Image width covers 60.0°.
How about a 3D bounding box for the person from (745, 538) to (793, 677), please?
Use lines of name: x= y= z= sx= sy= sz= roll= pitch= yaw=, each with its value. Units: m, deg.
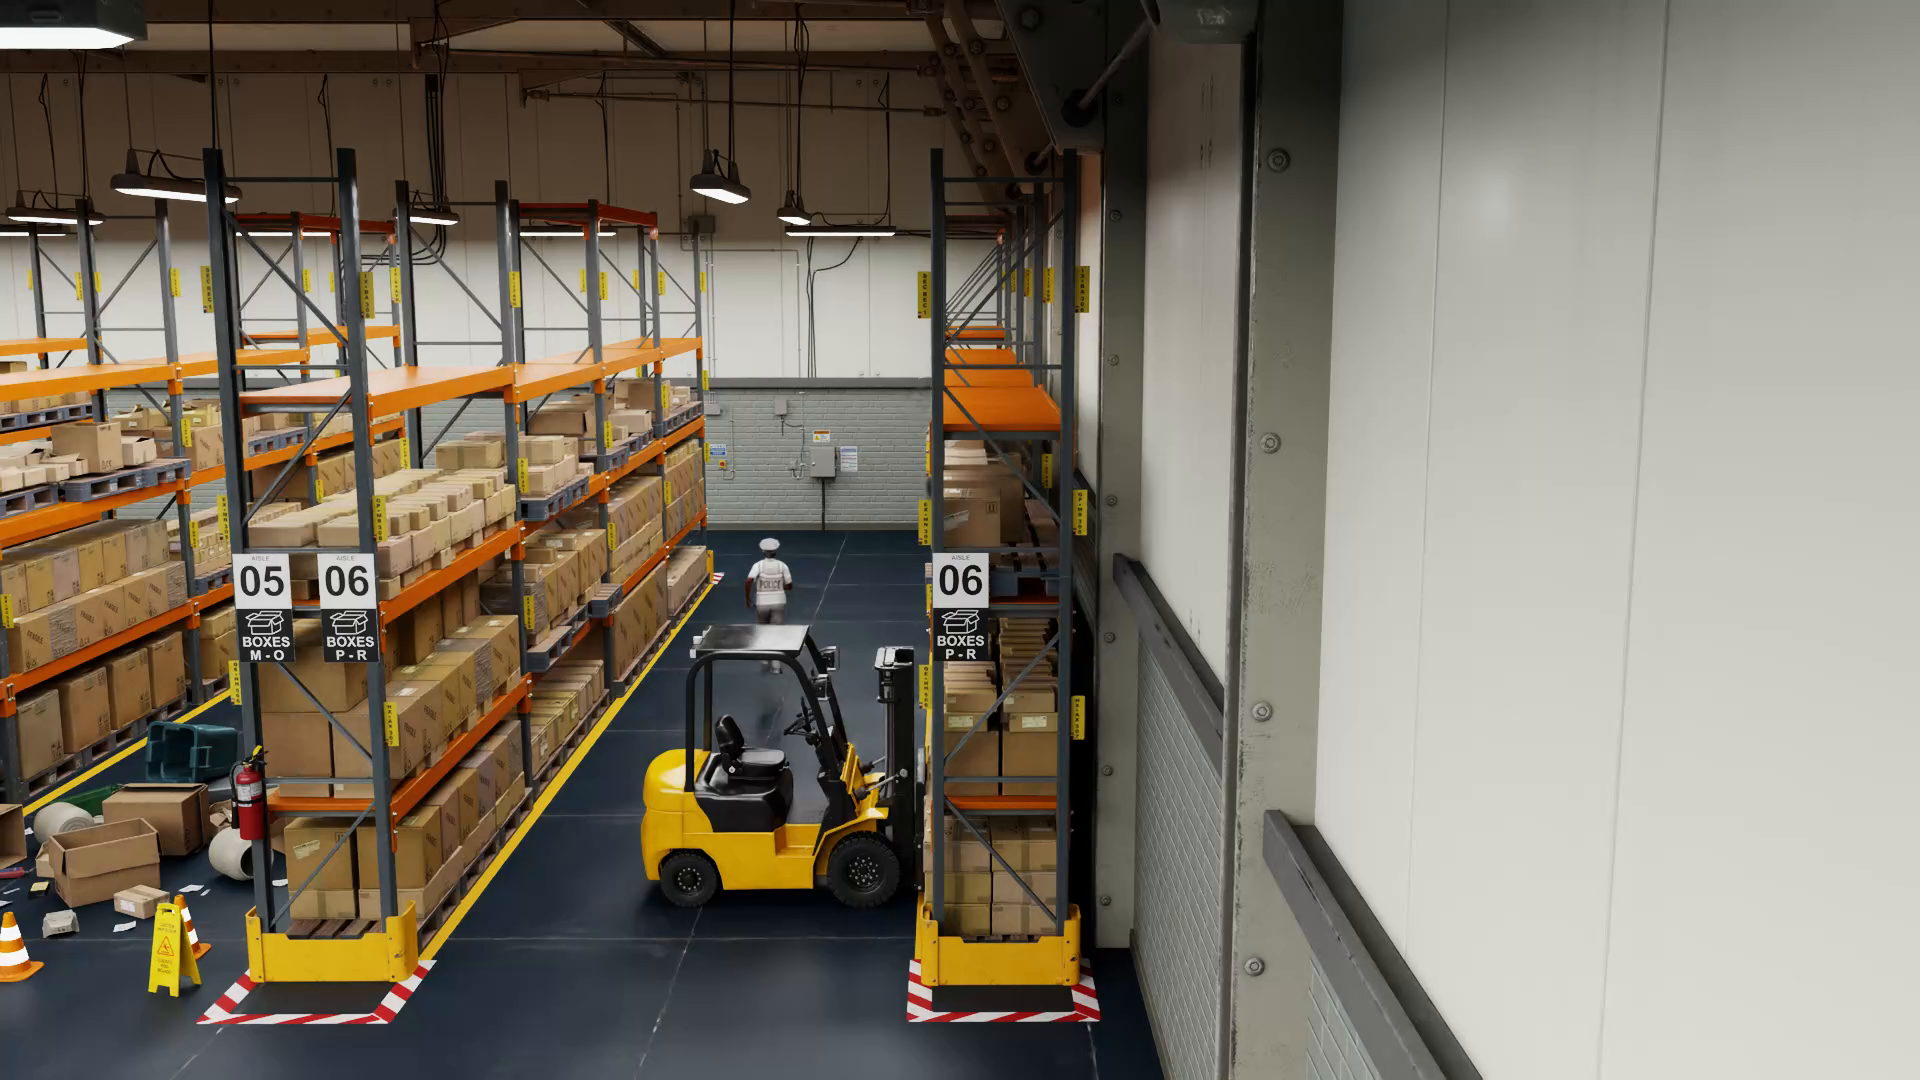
person: x=-2.349 y=0.857 z=20.521 sx=0.590 sy=1.728 sz=0.758 roll=-1 pitch=9 yaw=-6
